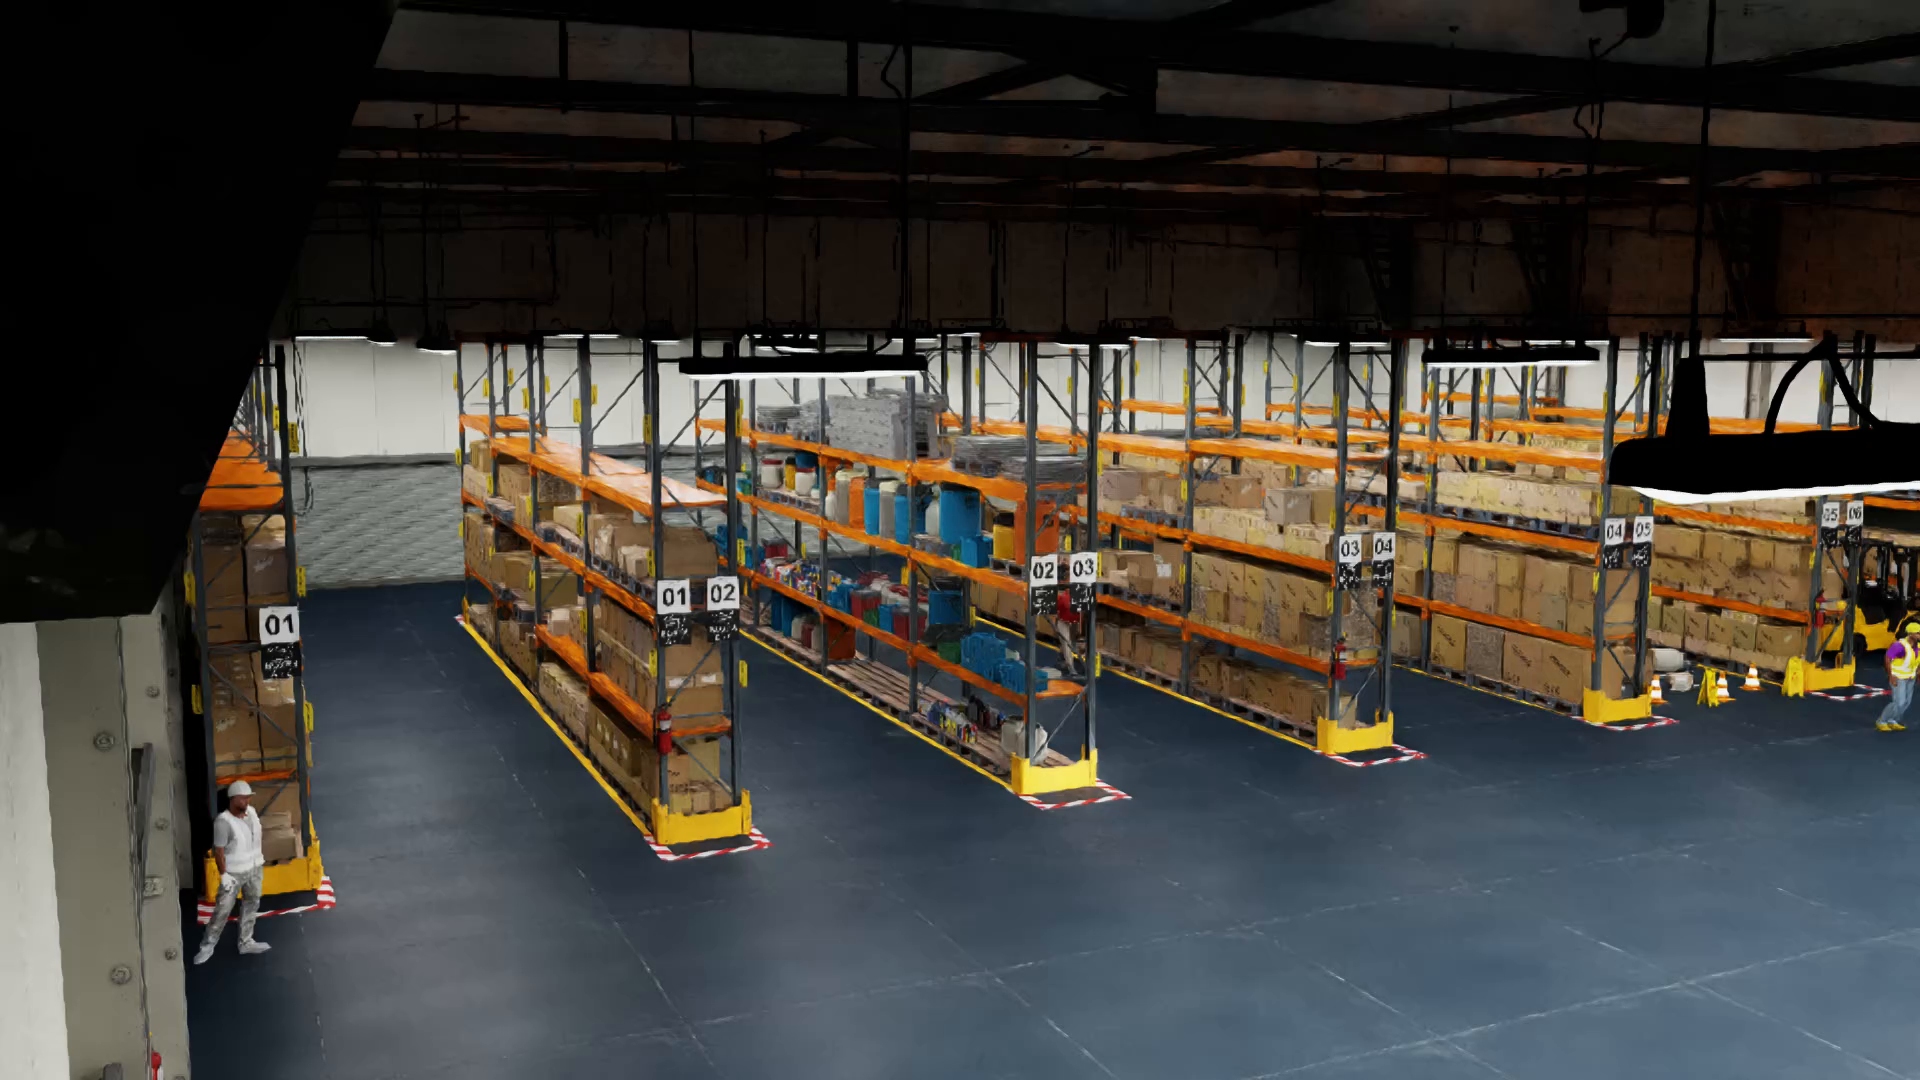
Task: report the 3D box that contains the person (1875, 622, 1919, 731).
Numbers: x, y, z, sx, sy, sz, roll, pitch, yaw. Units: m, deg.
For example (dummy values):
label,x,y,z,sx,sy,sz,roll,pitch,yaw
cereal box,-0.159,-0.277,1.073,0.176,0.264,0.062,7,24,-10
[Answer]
label,x,y,z,sx,sy,sz,roll,pitch,yaw
person,14.364,2.084,25.338,0.719,1.714,0.578,-4,9,-26

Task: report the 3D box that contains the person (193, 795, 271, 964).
label,x,y,z,sx,sy,sz,roll,pitch,yaw
person,-7.213,3.277,16.378,0.498,1.743,0.734,3,8,21

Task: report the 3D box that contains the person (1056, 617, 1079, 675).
label,x,y,z,sx,sy,sz,roll,pitch,yaw
person,1.939,1.561,29.586,0.423,1.546,1.116,-4,9,-26
